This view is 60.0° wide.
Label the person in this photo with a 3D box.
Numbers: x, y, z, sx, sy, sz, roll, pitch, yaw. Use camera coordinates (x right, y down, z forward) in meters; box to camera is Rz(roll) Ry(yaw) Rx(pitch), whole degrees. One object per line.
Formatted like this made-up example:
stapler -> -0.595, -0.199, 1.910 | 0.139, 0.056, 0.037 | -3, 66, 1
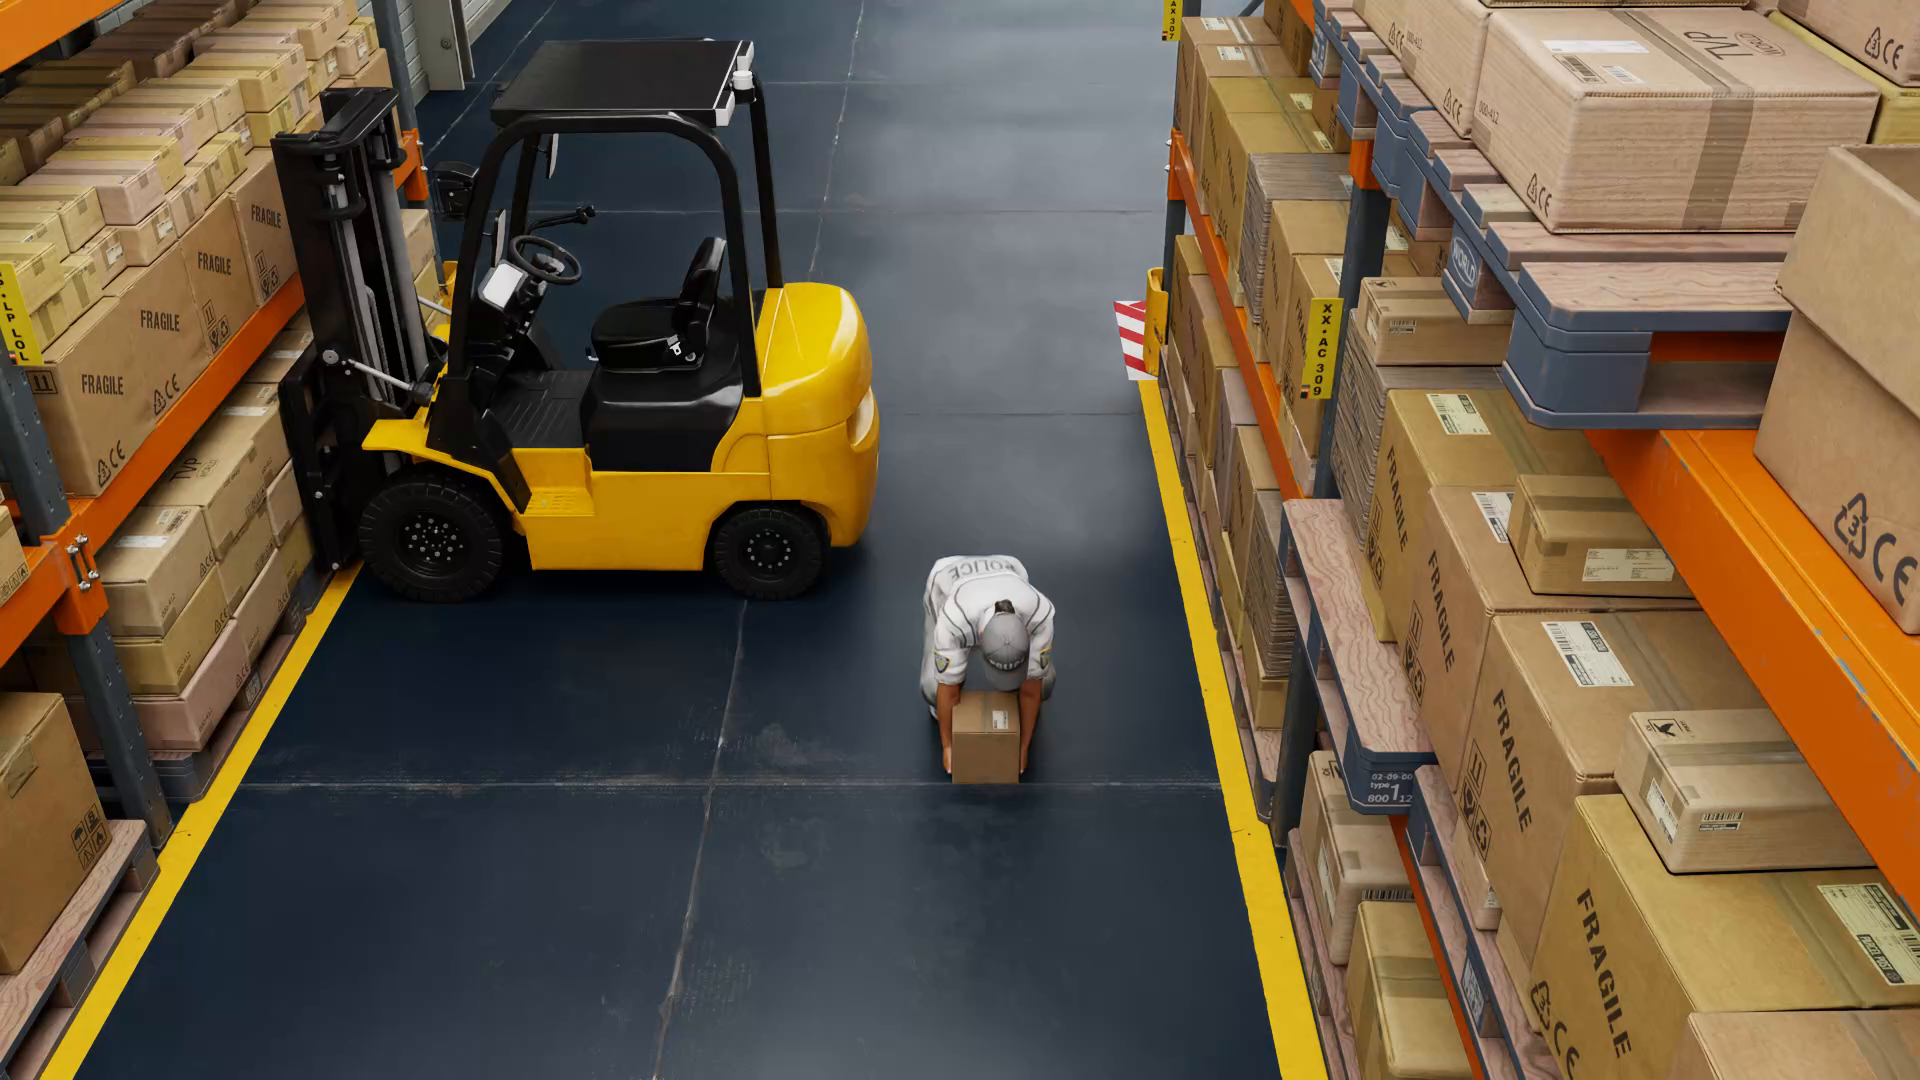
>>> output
person -> 0.094, 0.439, 6.352 | 0.504, 0.822, 0.898 | -1, 32, -2
